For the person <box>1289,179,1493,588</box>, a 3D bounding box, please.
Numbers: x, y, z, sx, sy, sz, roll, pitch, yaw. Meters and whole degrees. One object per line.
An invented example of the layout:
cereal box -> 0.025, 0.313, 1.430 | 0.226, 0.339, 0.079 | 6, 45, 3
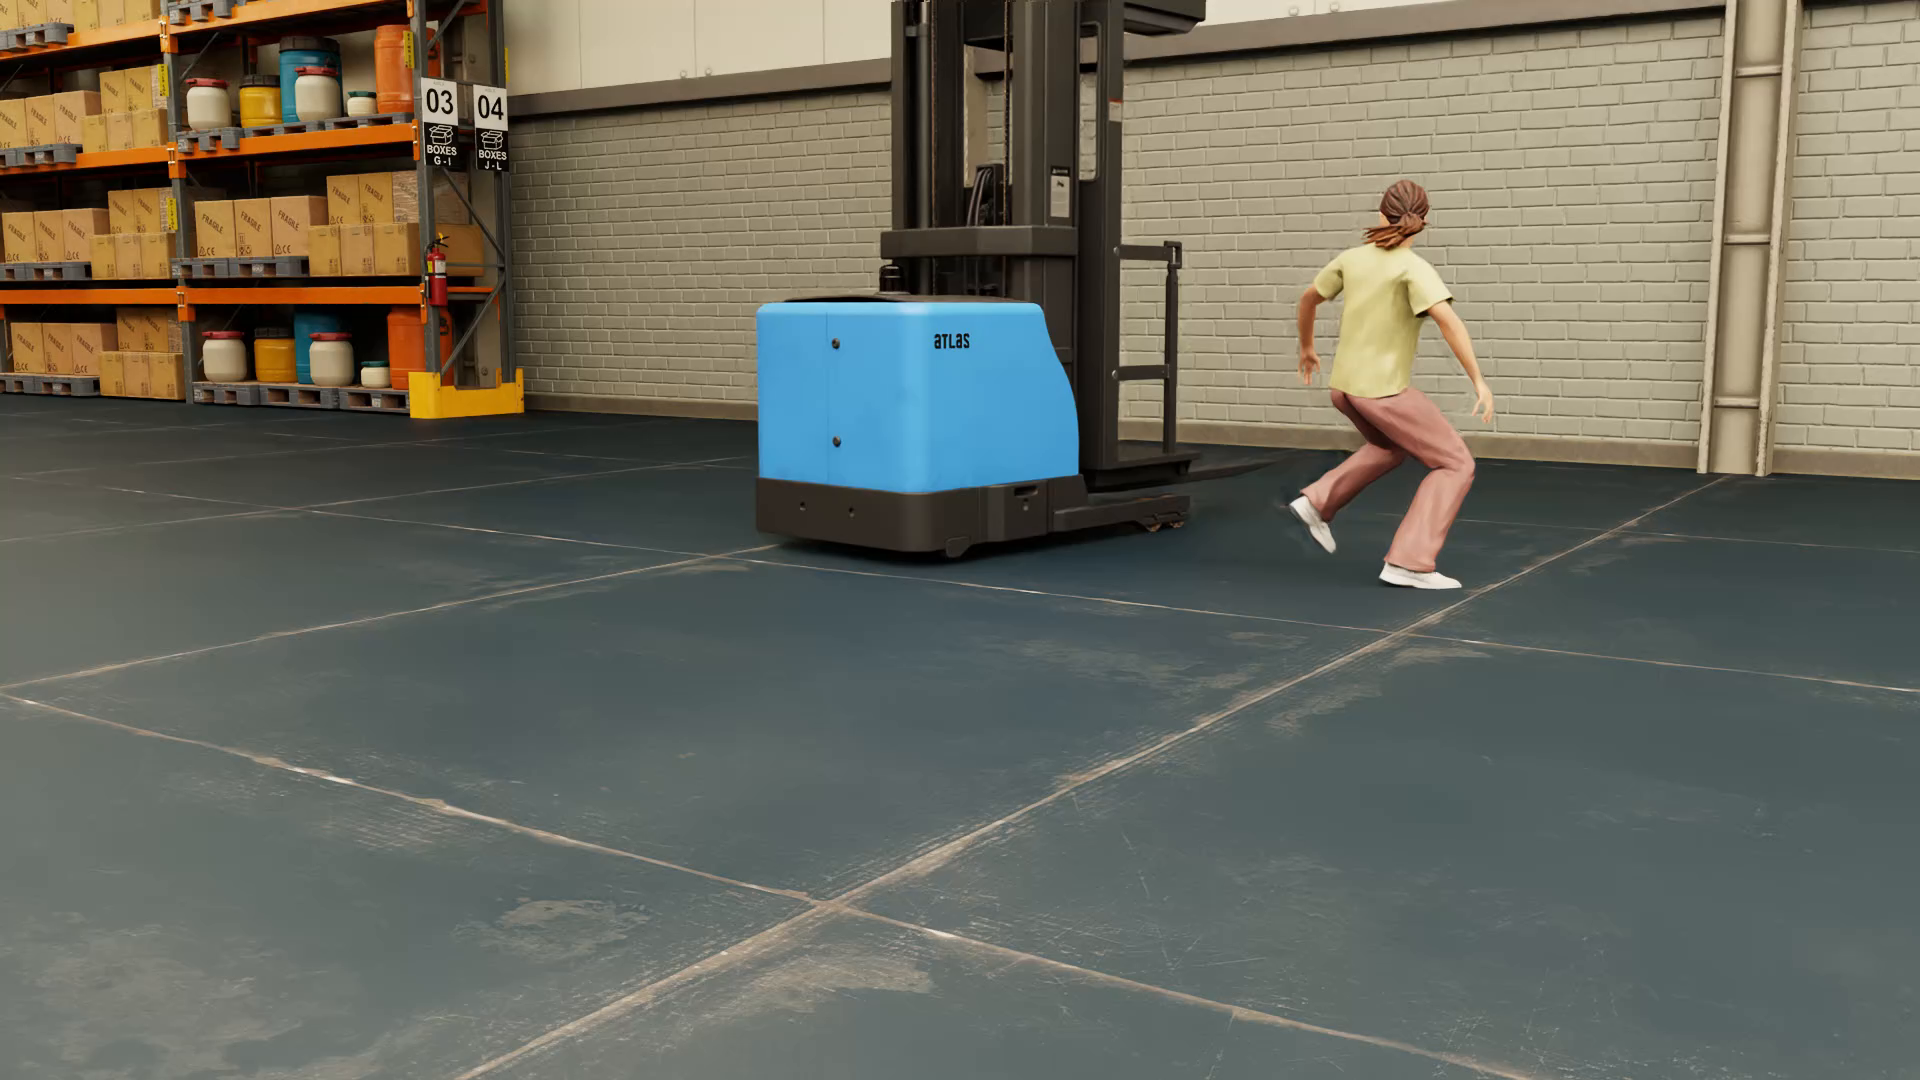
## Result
person -> 1.674, -0.586, 6.427 | 0.496, 1.541, 0.890 | -3, 9, -19

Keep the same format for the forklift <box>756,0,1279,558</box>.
forklift -> 0.461, -1.531, 7.961 | 1.130, 2.935, 3.031 | 7, 11, 42
